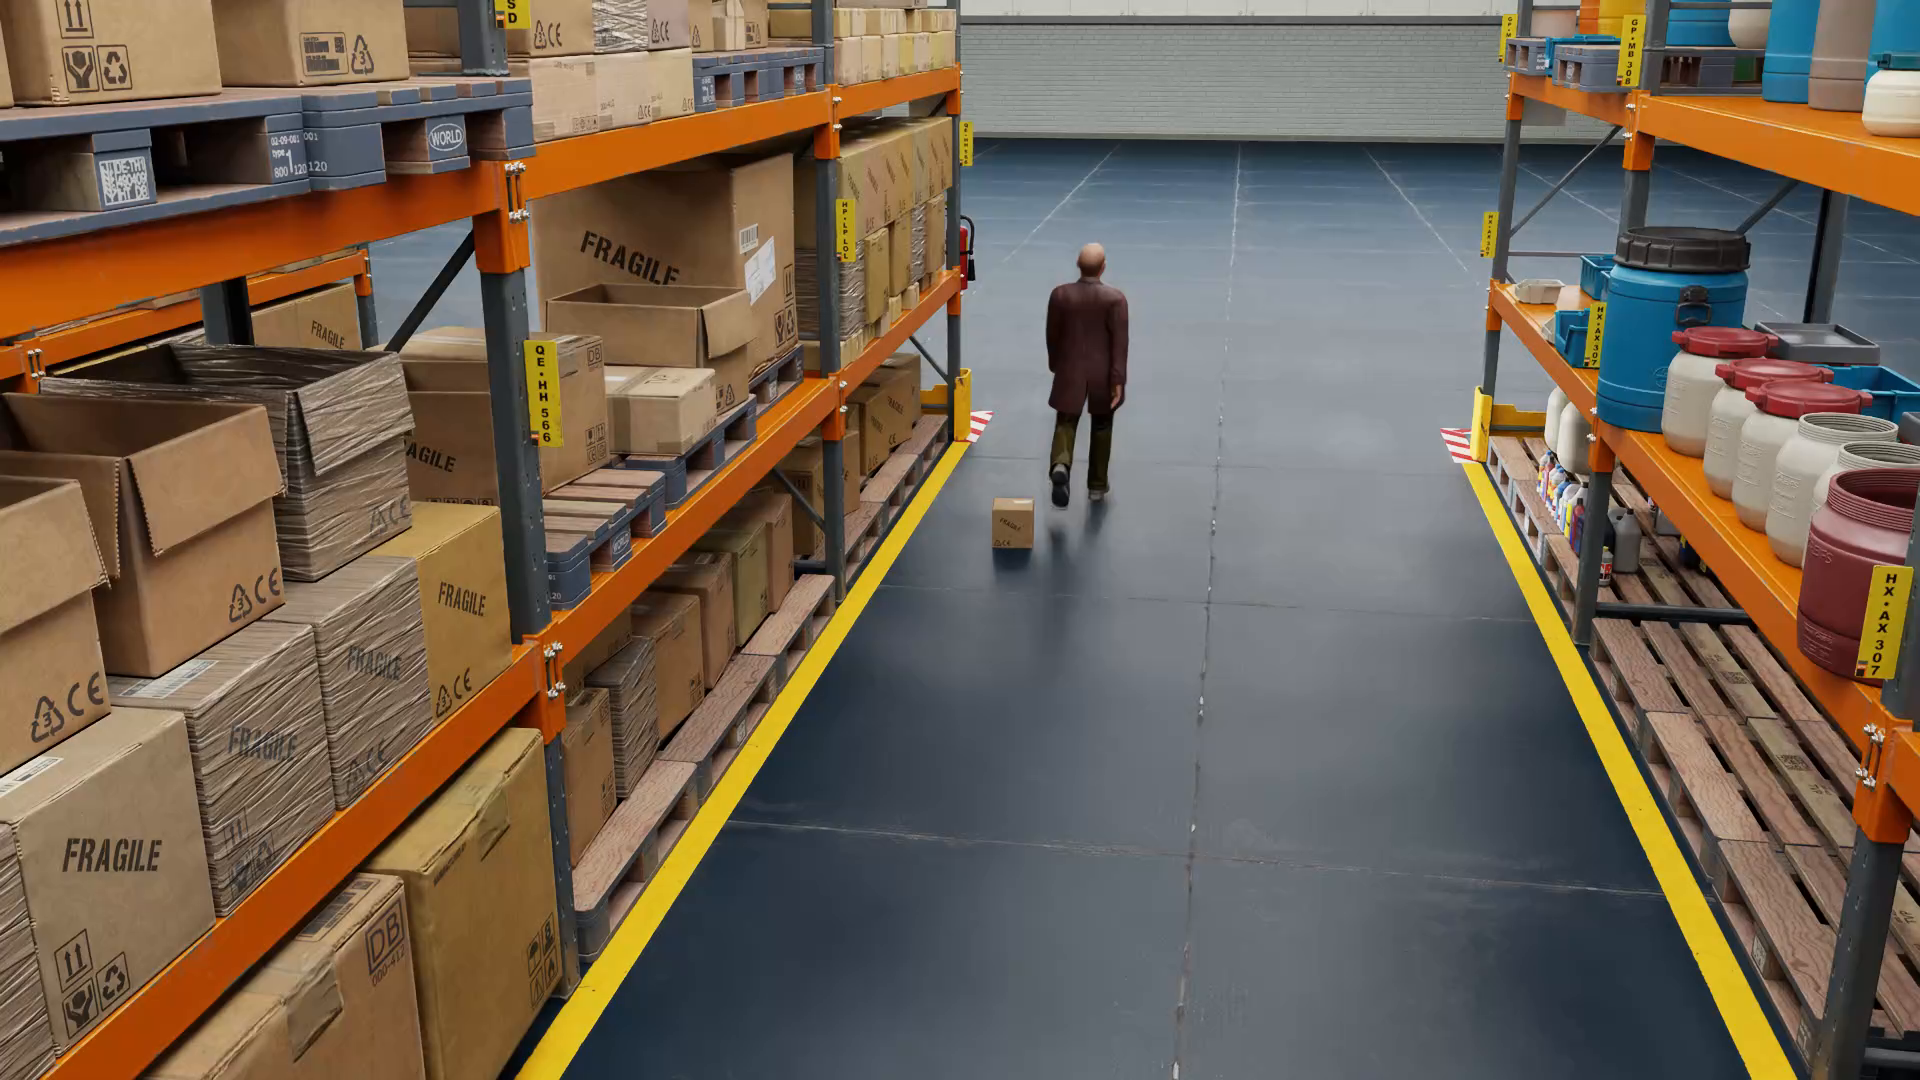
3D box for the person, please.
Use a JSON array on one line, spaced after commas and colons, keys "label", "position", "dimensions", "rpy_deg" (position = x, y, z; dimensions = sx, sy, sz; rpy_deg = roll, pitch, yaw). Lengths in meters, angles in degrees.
[{"label": "person", "position": [0.831, -1.080, 10.954], "dimensions": [0.562, 1.748, 0.888], "rpy_deg": [3, 18, 10]}]
